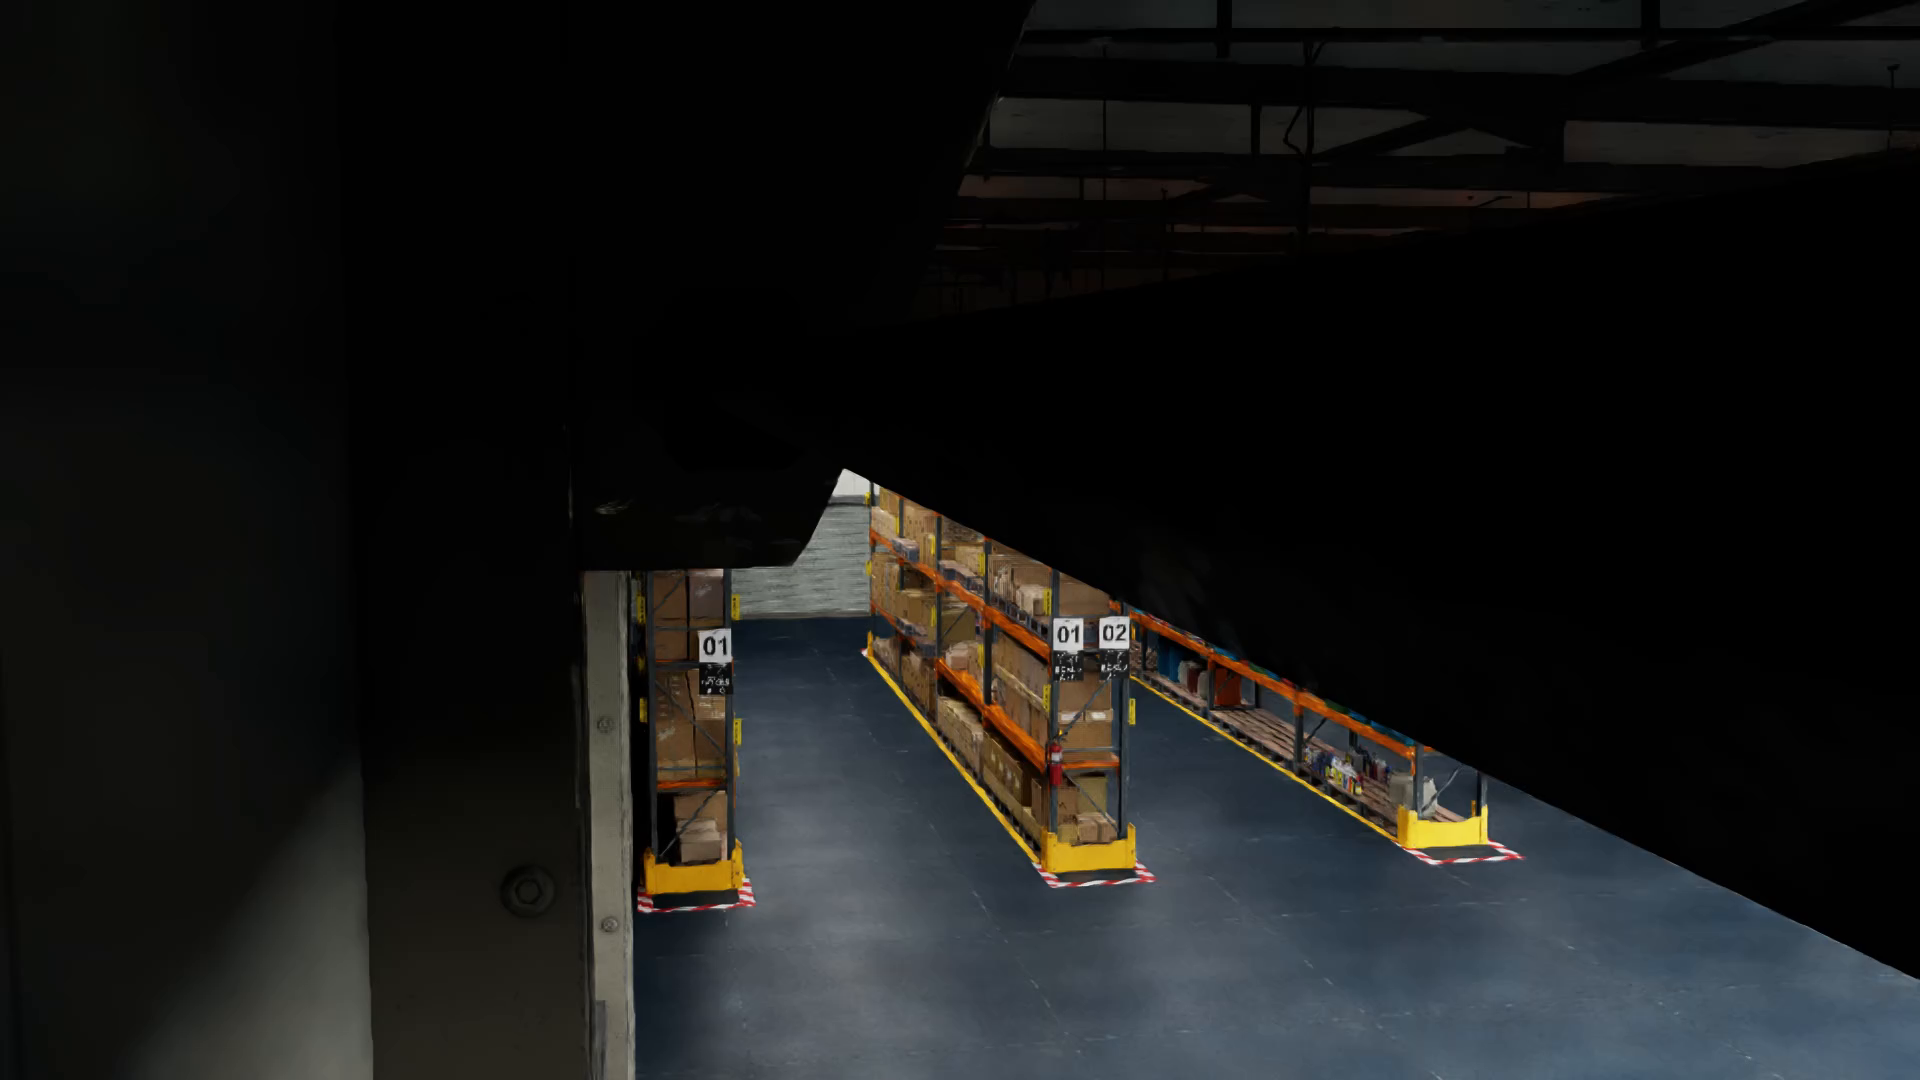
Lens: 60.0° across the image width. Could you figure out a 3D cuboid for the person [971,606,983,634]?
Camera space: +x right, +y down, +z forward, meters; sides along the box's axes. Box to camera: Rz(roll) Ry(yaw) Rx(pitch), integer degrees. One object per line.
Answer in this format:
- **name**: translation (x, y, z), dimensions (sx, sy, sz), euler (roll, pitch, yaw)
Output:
- **person**: translation (0.333, 1.835, 35.324), dimensions (0.345, 1.601, 0.553), euler (-1, 6, -13)
